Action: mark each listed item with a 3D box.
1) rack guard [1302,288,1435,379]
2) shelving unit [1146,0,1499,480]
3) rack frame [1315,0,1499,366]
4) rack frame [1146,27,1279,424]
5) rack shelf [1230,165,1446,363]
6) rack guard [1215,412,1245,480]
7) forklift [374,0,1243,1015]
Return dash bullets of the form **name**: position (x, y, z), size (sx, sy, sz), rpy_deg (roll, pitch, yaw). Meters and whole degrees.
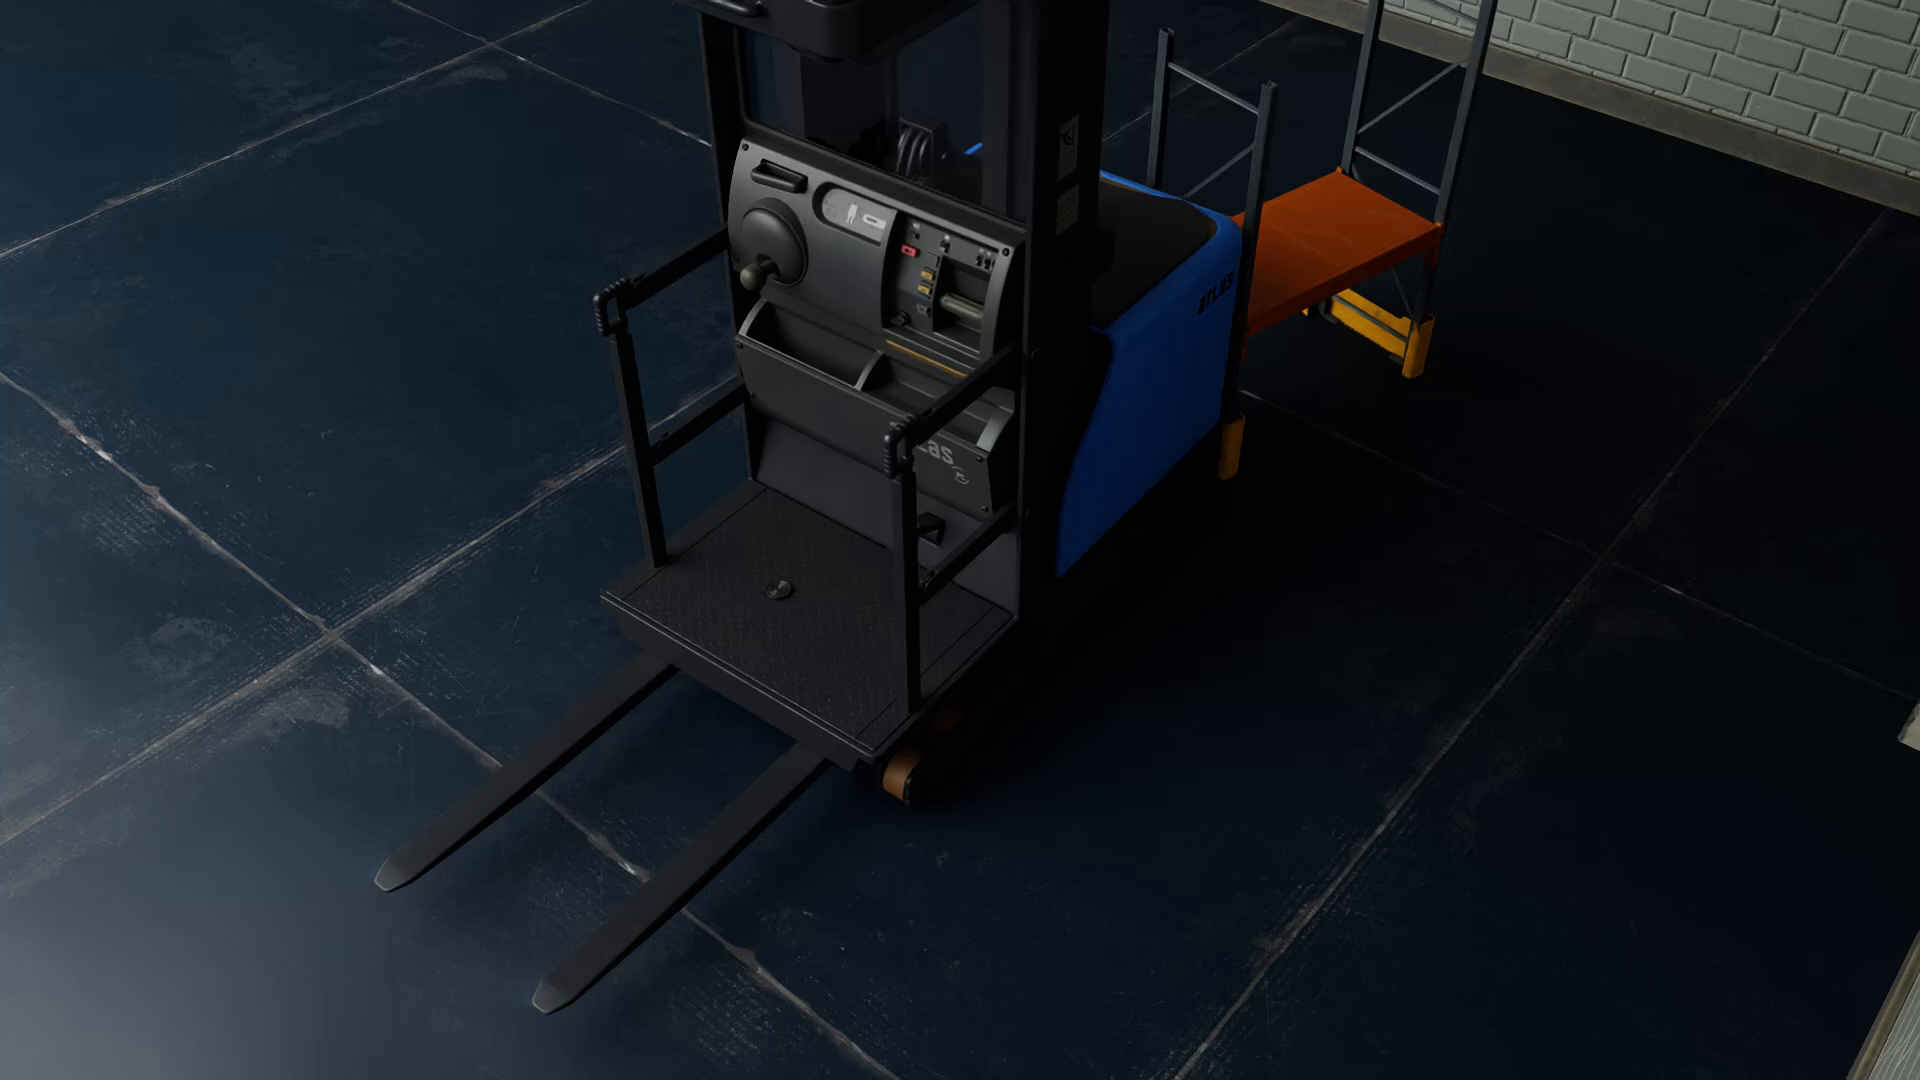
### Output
- **rack guard**: position (1.589, -0.882, 6.505), size (0.087, 0.250, 0.587), rpy_deg (-27, 49, -27)
- **shelving unit**: position (1.193, -1.141, 5.862), size (1.083, 1.500, 0.587), rpy_deg (-27, 49, -27)
- **rack frame**: position (1.604, -1.352, 6.094), size (0.032, 1.500, 0.500), rpy_deg (-27, 49, -27)
- **rack frame**: position (0.796, -0.938, 5.638), size (0.032, 1.500, 0.500), rpy_deg (-27, 49, -27)
- **rack shelf**: position (1.200, -1.012, 5.987), size (1.000, 0.185, 0.538), rpy_deg (-27, 49, -27)
- **rack guard**: position (0.797, -0.476, 6.059), size (0.087, 0.250, 0.587), rpy_deg (-27, 49, -27)
- **forklift**: position (-0.377, -0.696, 4.308), size (1.130, 2.935, 3.031), rpy_deg (27, 49, 26)
